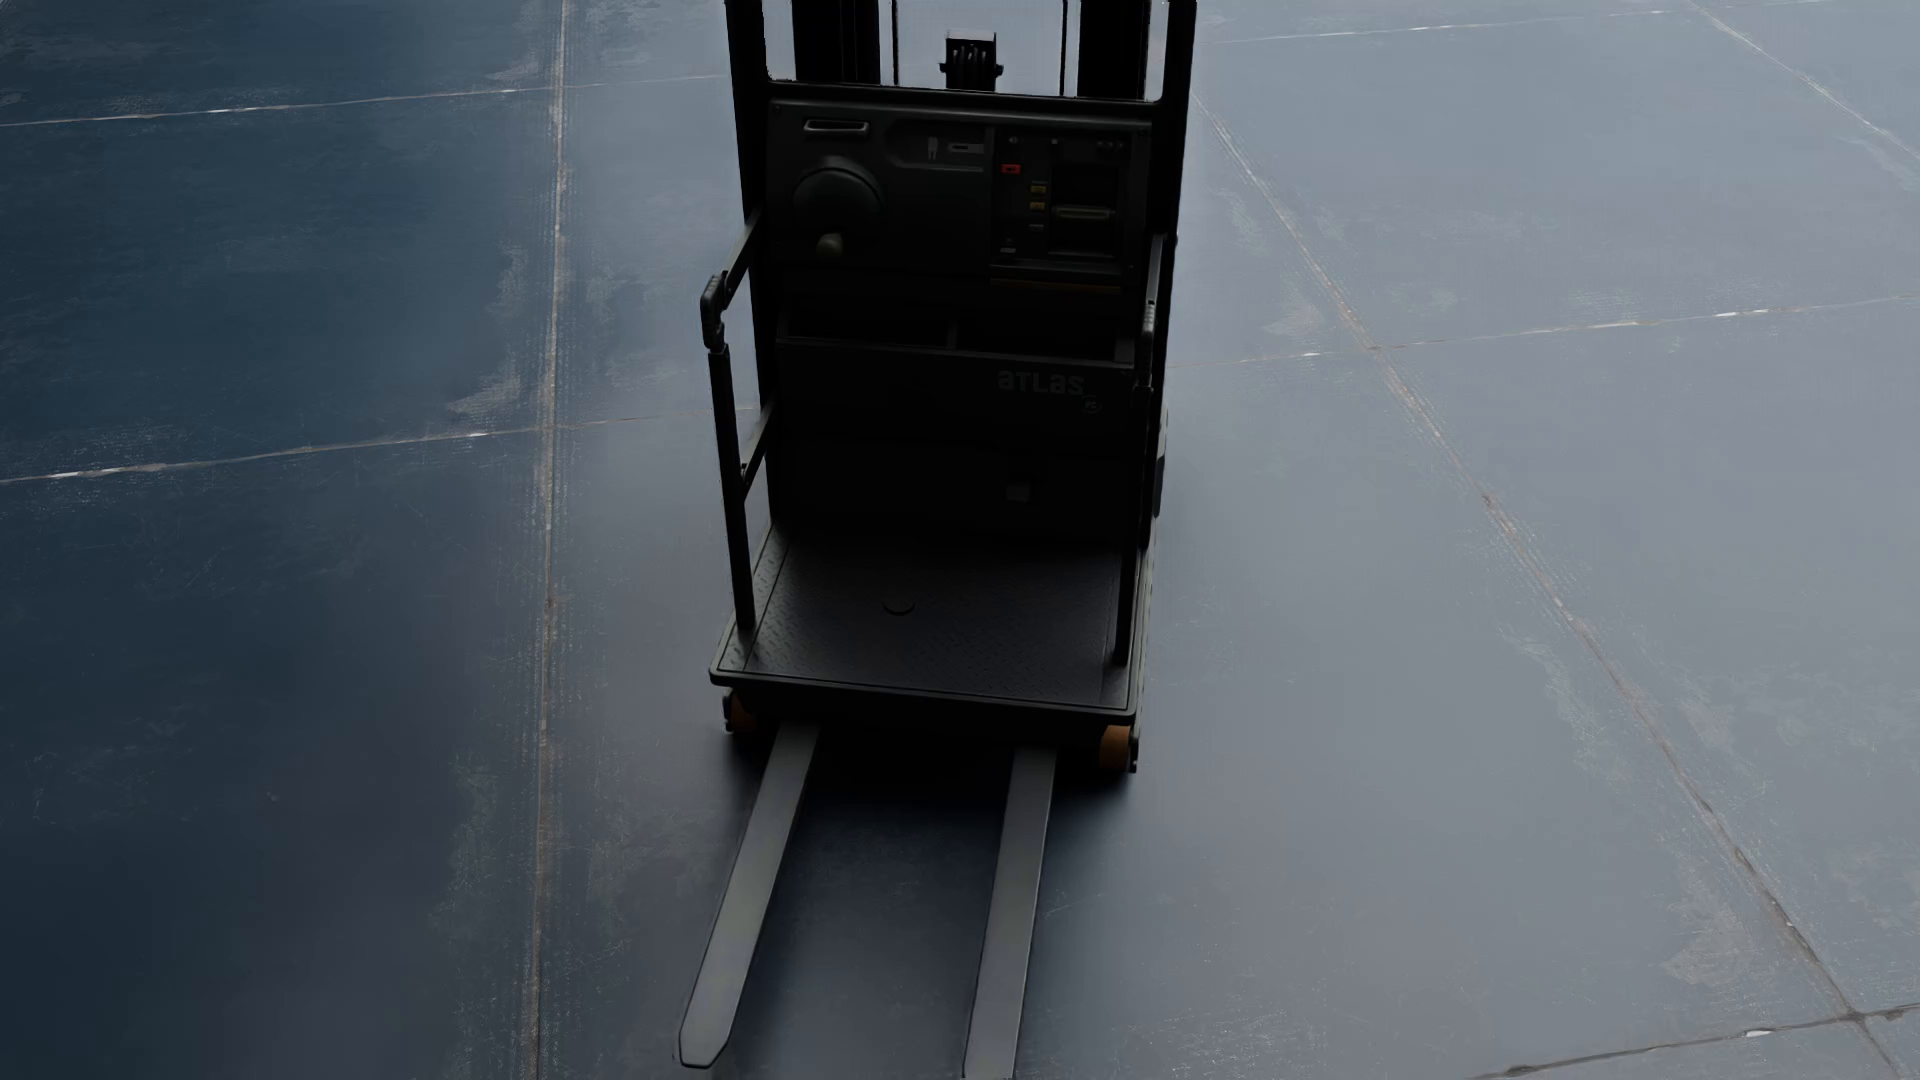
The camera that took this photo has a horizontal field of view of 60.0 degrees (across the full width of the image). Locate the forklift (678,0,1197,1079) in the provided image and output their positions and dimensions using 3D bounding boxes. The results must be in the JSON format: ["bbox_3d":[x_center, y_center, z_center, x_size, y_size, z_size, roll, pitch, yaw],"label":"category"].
[{"bbox_3d":[-0.038,-0.775,3.858,1.130,2.935,3.031,5,38,6],"label":"forklift"}]
